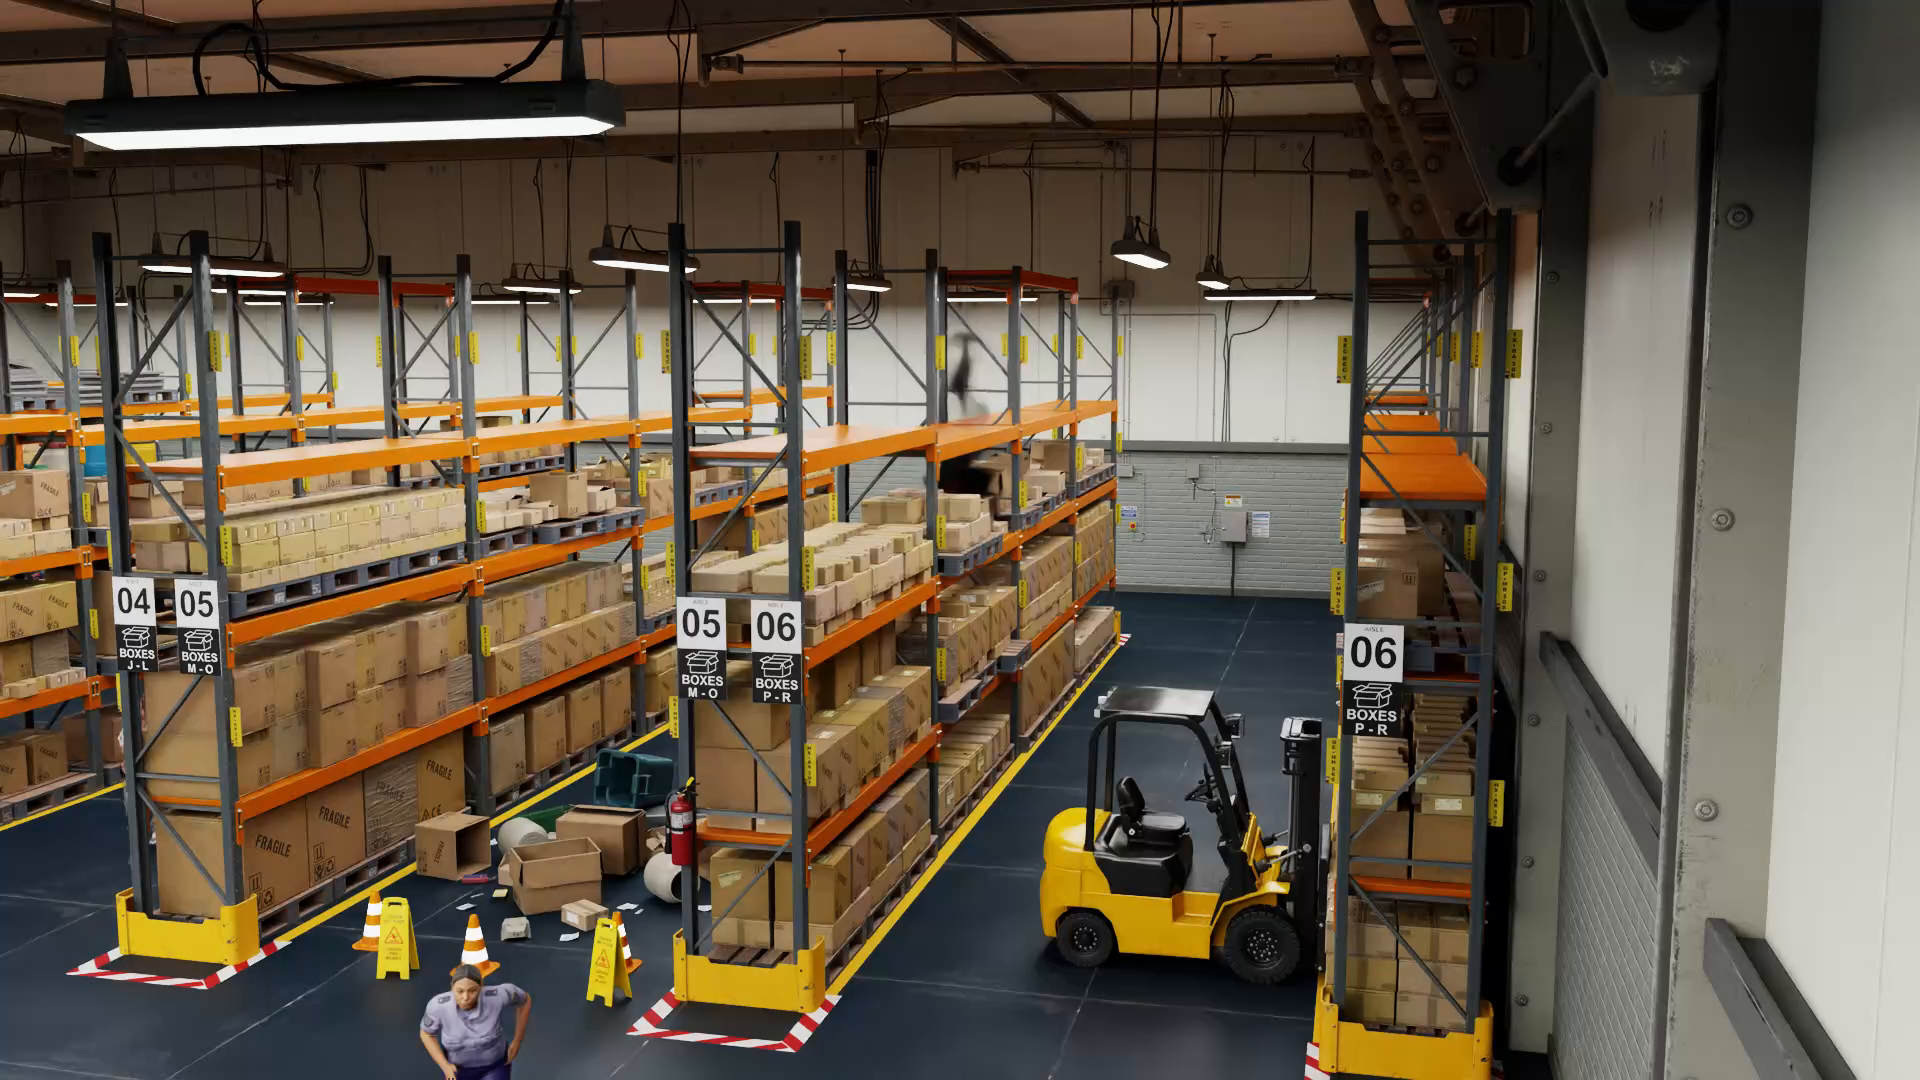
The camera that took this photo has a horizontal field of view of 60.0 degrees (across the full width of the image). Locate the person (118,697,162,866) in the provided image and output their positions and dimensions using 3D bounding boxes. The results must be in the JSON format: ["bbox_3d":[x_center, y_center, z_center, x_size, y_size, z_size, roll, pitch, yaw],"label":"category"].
[{"bbox_3d":[-8.118,2.363,16.559,0.522,1.647,0.736,-2,7,-14],"label":"person"}]

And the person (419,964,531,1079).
[{"bbox_3d":[-2.898,3.202,10.013,0.641,1.612,0.974,-2,7,-14],"label":"person"}]
